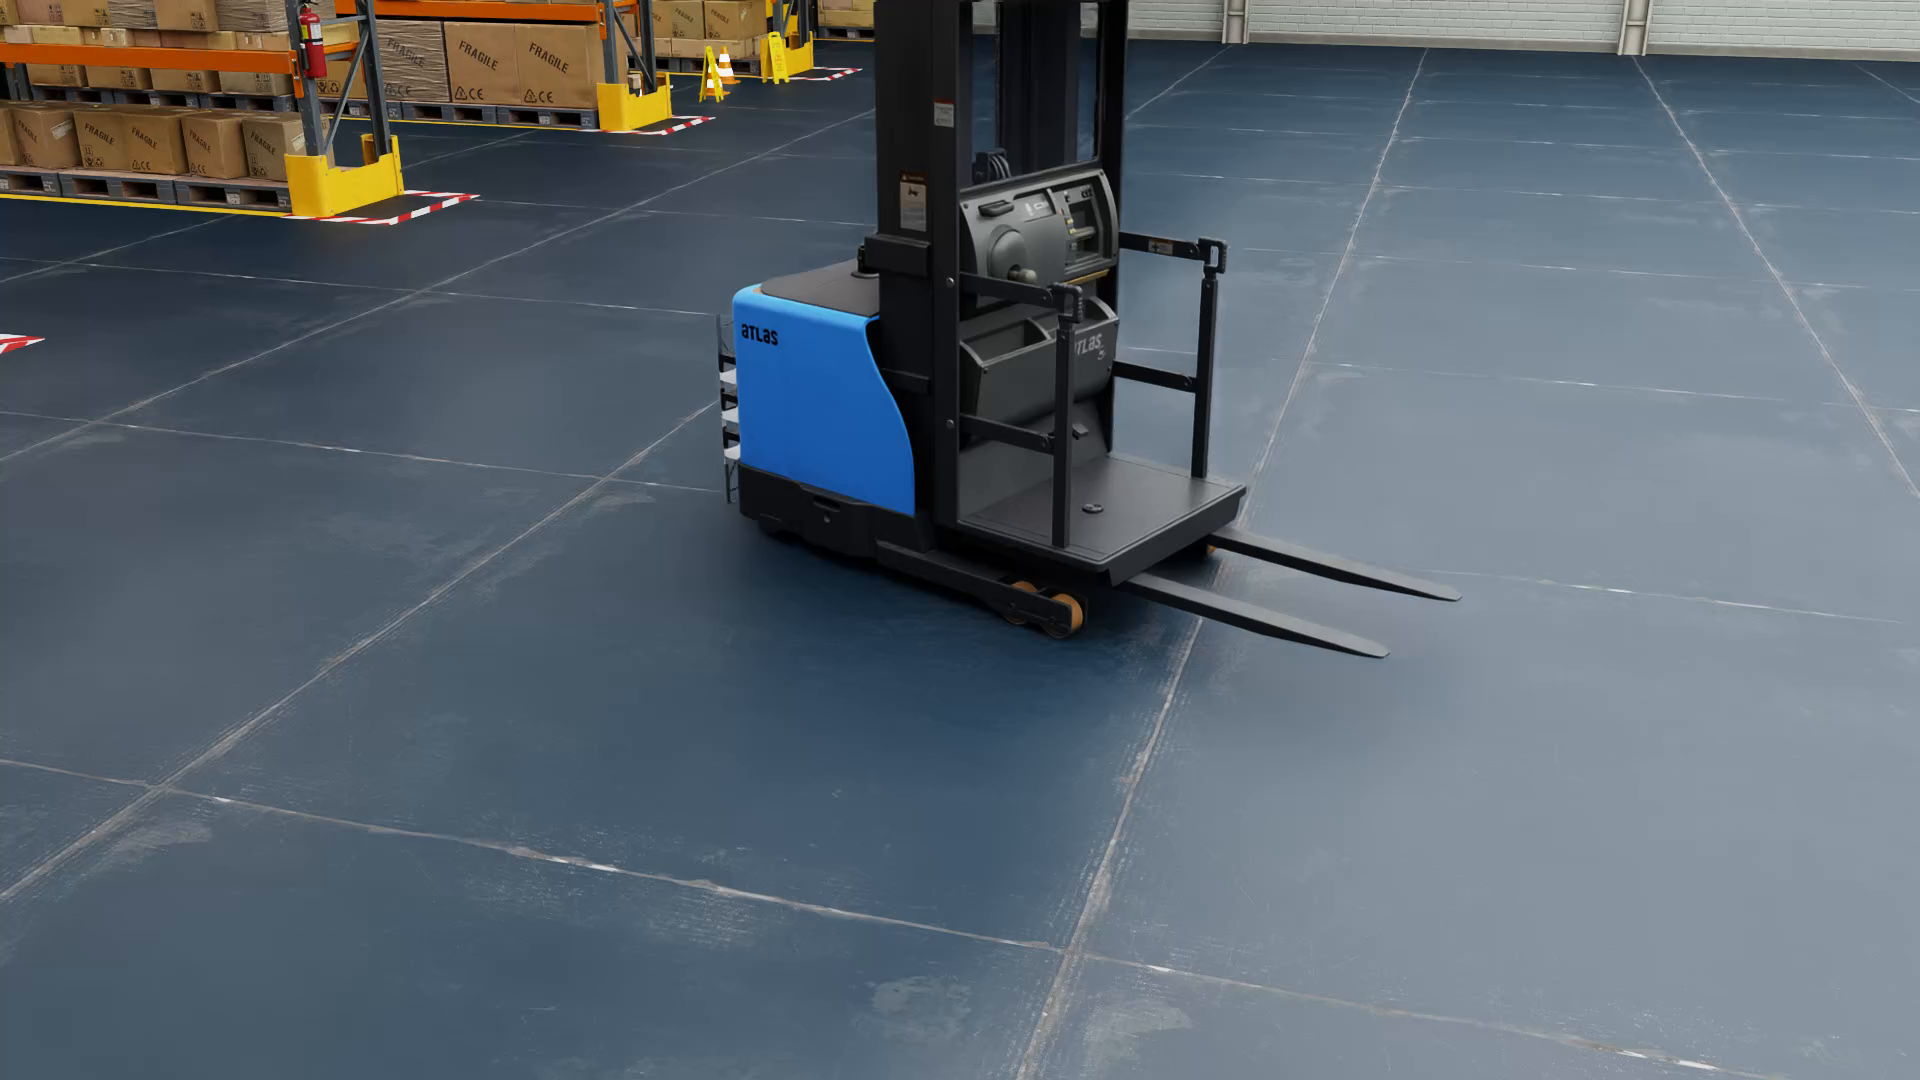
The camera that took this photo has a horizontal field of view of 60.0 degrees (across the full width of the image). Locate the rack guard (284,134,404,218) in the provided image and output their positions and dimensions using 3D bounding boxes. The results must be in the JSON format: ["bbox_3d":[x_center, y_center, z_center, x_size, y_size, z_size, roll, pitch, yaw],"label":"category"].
[{"bbox_3d":[-5.255,-3.129,14.239,0.348,0.500,1.175,7,23,16],"label":"rack guard"}]

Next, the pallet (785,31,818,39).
[{"bbox_3d":[-2.798,-8.594,27.944,1.213,0.211,1.003,7,23,15],"label":"pallet"}]

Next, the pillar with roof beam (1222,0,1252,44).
[{"bbox_3d":[3.205,-10.639,21.349,0.400,9.000,9.100,7,23,16],"label":"pillar with roof beam"}]

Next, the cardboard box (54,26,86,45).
[{"bbox_3d":[-7.453,-4.307,14.148,0.250,0.149,0.380,7,23,16],"label":"cardboard box"}]

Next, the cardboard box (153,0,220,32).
[{"bbox_3d":[-6.214,-4.542,13.867,0.500,0.500,0.875,7,23,16],"label":"cardboard box"}]

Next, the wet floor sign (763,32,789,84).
[{"bbox_3d":[-2.447,-6.379,21.970,0.232,0.644,0.267,16,27,34],"label":"wet floor sign"}]

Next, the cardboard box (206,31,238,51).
[{"bbox_3d":[-6.008,-4.153,13.774,0.250,0.149,0.380,7,23,16],"label":"cardboard box"}]

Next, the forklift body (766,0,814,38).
[{"bbox_3d":[-3.232,-8.834,25.971,1.214,2.155,2.313,7,23,16],"label":"forklift body"}]

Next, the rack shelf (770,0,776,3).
[{"bbox_3d":[-4.234,-7.764,23.193,4.000,0.370,1.077,7,23,16],"label":"rack shelf"}]

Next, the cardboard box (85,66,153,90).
[{"bbox_3d":[-9.917,-5.904,20.123,0.750,0.750,1.050,7,23,16],"label":"cardboard box"}]

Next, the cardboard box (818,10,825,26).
[{"bbox_3d":[-2.380,-8.656,27.490,0.500,0.250,0.500,7,23,16],"label":"cardboard box"}]

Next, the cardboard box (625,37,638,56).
[{"bbox_3d":[-4.639,-6.964,23.364,0.500,0.250,0.500,6,23,15],"label":"cardboard box"}]

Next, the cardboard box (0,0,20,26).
[{"bbox_3d":[-8.130,-4.760,14.398,0.500,0.500,0.875,7,23,16],"label":"cardboard box"}]

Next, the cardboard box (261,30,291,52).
[{"bbox_3d":[-5.515,-4.117,13.685,0.250,0.149,0.380,7,23,16],"label":"cardboard box"}]

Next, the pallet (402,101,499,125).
[{"bbox_3d":[-5.605,-4.971,19.112,1.213,0.211,1.003,7,23,15],"label":"pallet"}]

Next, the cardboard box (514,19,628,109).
[{"bbox_3d":[-4.321,-5.330,18.557,0.875,0.875,0.875,7,23,16],"label":"cardboard box"}]

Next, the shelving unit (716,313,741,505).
[{"bbox_3d":[-0.919,-0.590,7.521,0.210,0.900,0.258,17,28,36],"label":"shelving unit"}]

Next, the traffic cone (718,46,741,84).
[{"bbox_3d":[-3.104,-6.282,21.976,0.334,0.463,0.336,7,23,16],"label":"traffic cone"}]

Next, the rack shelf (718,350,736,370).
[{"bbox_3d":[-0.919,-0.808,7.432,0.200,0.077,0.258,17,28,36],"label":"rack shelf"}]

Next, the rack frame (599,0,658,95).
[{"bbox_3d":[-3.653,-6.068,18.110,0.127,3.000,1.000,7,23,16],"label":"rack frame"}]

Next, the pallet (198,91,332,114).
[{"bbox_3d":[-8.243,-5.274,19.848,1.213,0.211,1.003,7,23,16],"label":"pallet"}]

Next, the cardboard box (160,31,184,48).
[{"bbox_3d":[-6.470,-4.229,13.958,0.250,0.149,0.380,7,23,16],"label":"cardboard box"}]

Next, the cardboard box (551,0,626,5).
[{"bbox_3d":[-4.021,-6.162,18.141,0.550,0.550,0.875,7,23,16],"label":"cardboard box"}]

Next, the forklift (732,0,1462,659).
[{"bbox_3d":[0.484,-1.207,6.351,3.031,2.935,1.130,17,28,36],"label":"forklift"}]

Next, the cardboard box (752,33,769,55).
[{"bbox_3d":[-3.012,-6.989,23.425,0.500,0.250,0.500,6,23,15],"label":"cardboard box"}]

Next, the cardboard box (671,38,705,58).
[{"bbox_3d":[-3.665,-6.850,23.087,0.500,0.250,0.500,7,23,16],"label":"cardboard box"}]

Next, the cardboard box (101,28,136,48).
[{"bbox_3d":[-6.981,-4.243,13.993,0.250,0.149,0.380,7,23,16],"label":"cardboard box"}]

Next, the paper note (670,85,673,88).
[{"bbox_3d":[-3.799,-5.884,21.575,0.142,0.019,0.148,-1,22,-3],"label":"paper note"}]

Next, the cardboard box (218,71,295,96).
[{"bbox_3d":[-8.102,-5.695,19.613,0.750,0.750,1.050,6,23,15],"label":"cardboard box"}]

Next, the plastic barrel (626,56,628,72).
[{"bbox_3d":[-4.734,-6.362,22.222,0.512,0.421,0.421,-14,26,-30],"label":"plastic barrel"}]

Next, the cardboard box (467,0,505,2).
[{"bbox_3d":[-5.054,-6.321,18.530,0.550,0.550,0.875,7,23,16],"label":"cardboard box"}]

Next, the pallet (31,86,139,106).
[{"bbox_3d":[-10.579,-5.541,20.500,1.213,0.211,1.003,7,23,16],"label":"pallet"}]

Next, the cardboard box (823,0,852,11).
[{"bbox_3d":[-1.923,-8.833,27.263,0.500,0.250,0.500,6,23,15],"label":"cardboard box"}]

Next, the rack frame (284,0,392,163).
[{"bbox_3d":[-5.182,-4.277,13.744,0.127,3.000,1.000,7,23,16],"label":"rack frame"}]

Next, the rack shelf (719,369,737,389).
[{"bbox_3d":[-0.919,-0.725,7.466,0.200,0.077,0.258,17,28,36],"label":"rack shelf"}]

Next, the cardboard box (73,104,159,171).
[{"bbox_3d":[-7.473,-3.595,14.823,0.500,0.500,0.500,4,23,11],"label":"cardboard box"}]

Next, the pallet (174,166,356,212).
[{"bbox_3d":[-6.022,-3.097,14.542,1.213,0.211,1.003,7,23,16],"label":"pallet"}]

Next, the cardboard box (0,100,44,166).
[{"bbox_3d":[-8.640,-3.695,15.065,0.500,0.500,0.500,6,23,14],"label":"cardboard box"}]

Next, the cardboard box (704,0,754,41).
[{"bbox_3d":[-3.162,-7.140,22.805,0.500,0.500,0.500,7,23,16],"label":"cardboard box"}]

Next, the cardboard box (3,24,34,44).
[{"bbox_3d":[-7.940,-4.351,14.255,0.250,0.149,0.380,7,23,16],"label":"cardboard box"}]

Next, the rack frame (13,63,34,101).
[{"bbox_3d":[-11.312,-6.945,20.248,0.127,3.000,1.000,7,23,16],"label":"rack frame"}]

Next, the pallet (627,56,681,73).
[{"bbox_3d":[-4.324,-6.832,23.648,1.213,0.211,1.003,7,23,16],"label":"pallet"}]

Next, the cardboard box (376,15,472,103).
[{"bbox_3d":[-6.036,-5.526,19.035,0.875,0.875,0.875,7,23,16],"label":"cardboard box"}]

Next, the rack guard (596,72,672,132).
[{"bbox_3d":[-3.630,-4.909,18.578,0.348,0.500,1.175,7,23,16],"label":"rack guard"}]

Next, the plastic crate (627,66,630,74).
[{"bbox_3d":[-4.883,-6.495,22.999,0.583,0.080,0.402,-1,22,-3],"label":"plastic crate"}]

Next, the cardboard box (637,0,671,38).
[{"bbox_3d":[-4.144,-7.254,23.082,0.500,0.500,0.500,6,23,14],"label":"cardboard box"}]

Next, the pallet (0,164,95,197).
[{"bbox_3d":[-8.358,-3.365,15.194,1.213,0.211,1.003,7,23,16],"label":"pallet"}]

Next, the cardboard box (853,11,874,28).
[{"bbox_3d":[-1.430,-8.540,27.207,0.500,0.250,0.500,7,23,16],"label":"cardboard box"}]

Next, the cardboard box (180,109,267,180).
[{"bbox_3d":[-6.357,-3.442,14.450,0.500,0.500,0.500,13,26,29],"label":"cardboard box"}]

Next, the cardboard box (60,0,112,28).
[{"bbox_3d":[-7.156,-4.672,14.183,0.500,0.500,0.875,7,23,16],"label":"cardboard box"}]

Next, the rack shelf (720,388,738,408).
[{"bbox_3d":[-0.919,-0.642,7.500,0.200,0.077,0.258,17,28,36],"label":"rack shelf"}]
